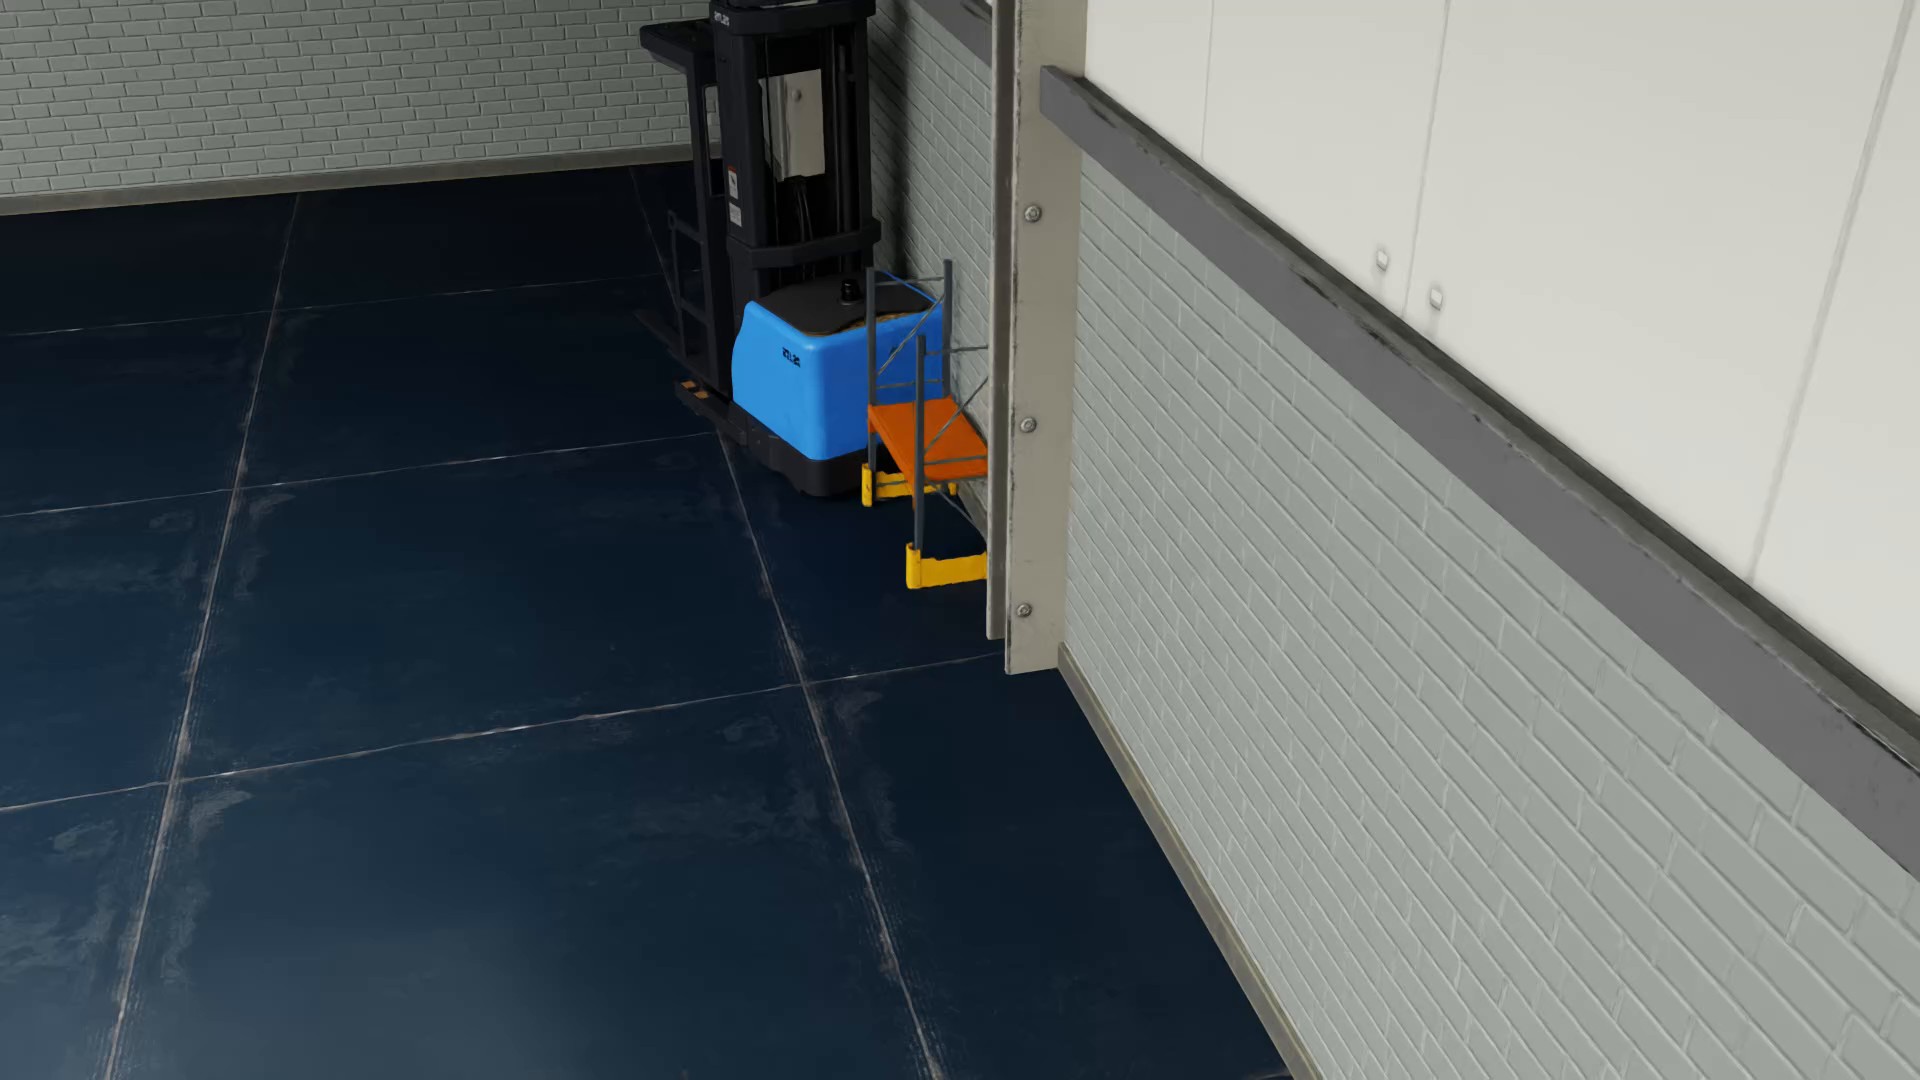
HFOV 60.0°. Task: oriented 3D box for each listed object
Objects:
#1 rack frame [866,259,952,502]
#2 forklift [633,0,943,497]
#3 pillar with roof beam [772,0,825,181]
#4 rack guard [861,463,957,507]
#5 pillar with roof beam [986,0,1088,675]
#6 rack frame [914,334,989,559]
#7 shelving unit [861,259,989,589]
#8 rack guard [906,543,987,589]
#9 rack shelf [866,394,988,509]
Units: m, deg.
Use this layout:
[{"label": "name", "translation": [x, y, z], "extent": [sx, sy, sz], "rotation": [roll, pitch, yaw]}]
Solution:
[{"label": "rack frame", "translation": [-0.301, -0.919, 9.824], "extent": [0.500, 1.500, 0.032], "rotation": [-8, 31, -15]}, {"label": "forklift", "translation": [-1.282, -2.223, 10.665], "extent": [1.130, 2.935, 3.031], "rotation": [-19, 35, -29]}, {"label": "pillar with roof beam", "translation": [-5.403, -5.641, 10.514], "extent": [9.100, 9.000, 0.400], "rotation": [-8, 31, -13]}, {"label": "rack guard", "translation": [-0.307, -0.367, 10.118], "extent": [0.587, 0.250, 0.087], "rotation": [-8, 31, -15]}, {"label": "pillar with roof beam", "translation": [-3.811, -2.744, 5.507], "extent": [9.100, 9.000, 0.400], "rotation": [-8, 31, -13]}, {"label": "rack frame", "translation": [0.001, -0.431, 8.984], "extent": [0.500, 1.500, 0.032], "rotation": [-8, 31, -15]}, {"label": "shelving unit", "translation": [-0.148, -0.671, 9.397], "extent": [0.587, 1.500, 1.083], "rotation": [-8, 31, -15]}, {"label": "rack guard", "translation": [-0.012, 0.110, 9.296], "extent": [0.587, 0.250, 0.087], "rotation": [-8, 31, -15]}, {"label": "rack shelf", "translation": [-0.154, -0.519, 9.494], "extent": [0.538, 0.185, 1.000], "rotation": [-8, 31, -15]}]
